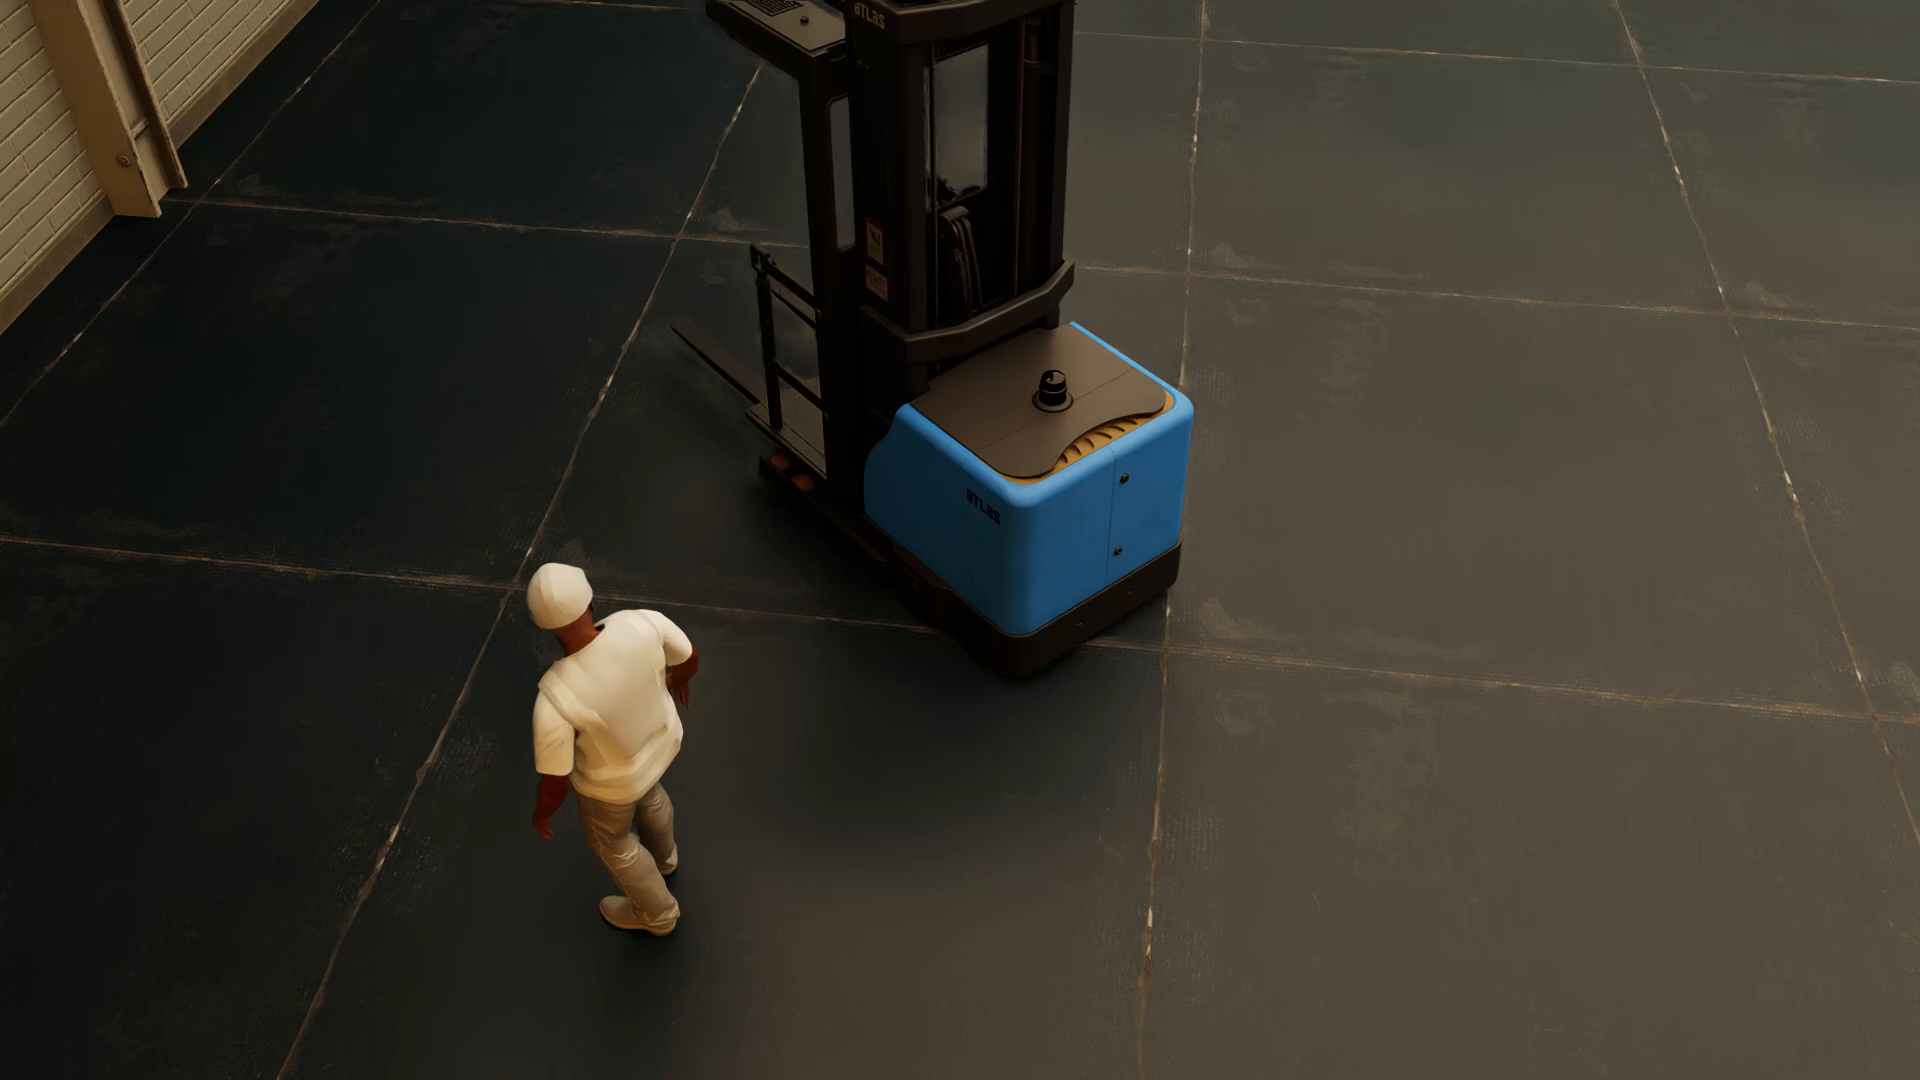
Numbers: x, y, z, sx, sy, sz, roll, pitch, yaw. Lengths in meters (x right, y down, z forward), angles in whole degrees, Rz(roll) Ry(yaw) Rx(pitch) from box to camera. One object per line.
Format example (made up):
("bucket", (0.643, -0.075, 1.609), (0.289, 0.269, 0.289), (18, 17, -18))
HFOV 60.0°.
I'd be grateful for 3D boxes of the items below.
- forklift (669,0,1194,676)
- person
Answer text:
("forklift", (-0.325, -1.428, 7.279), (1.130, 2.935, 3.031), (-29, 50, -28))
("person", (-1.237, 0.721, 5.813), (0.498, 1.752, 0.774), (21, 47, 21))
